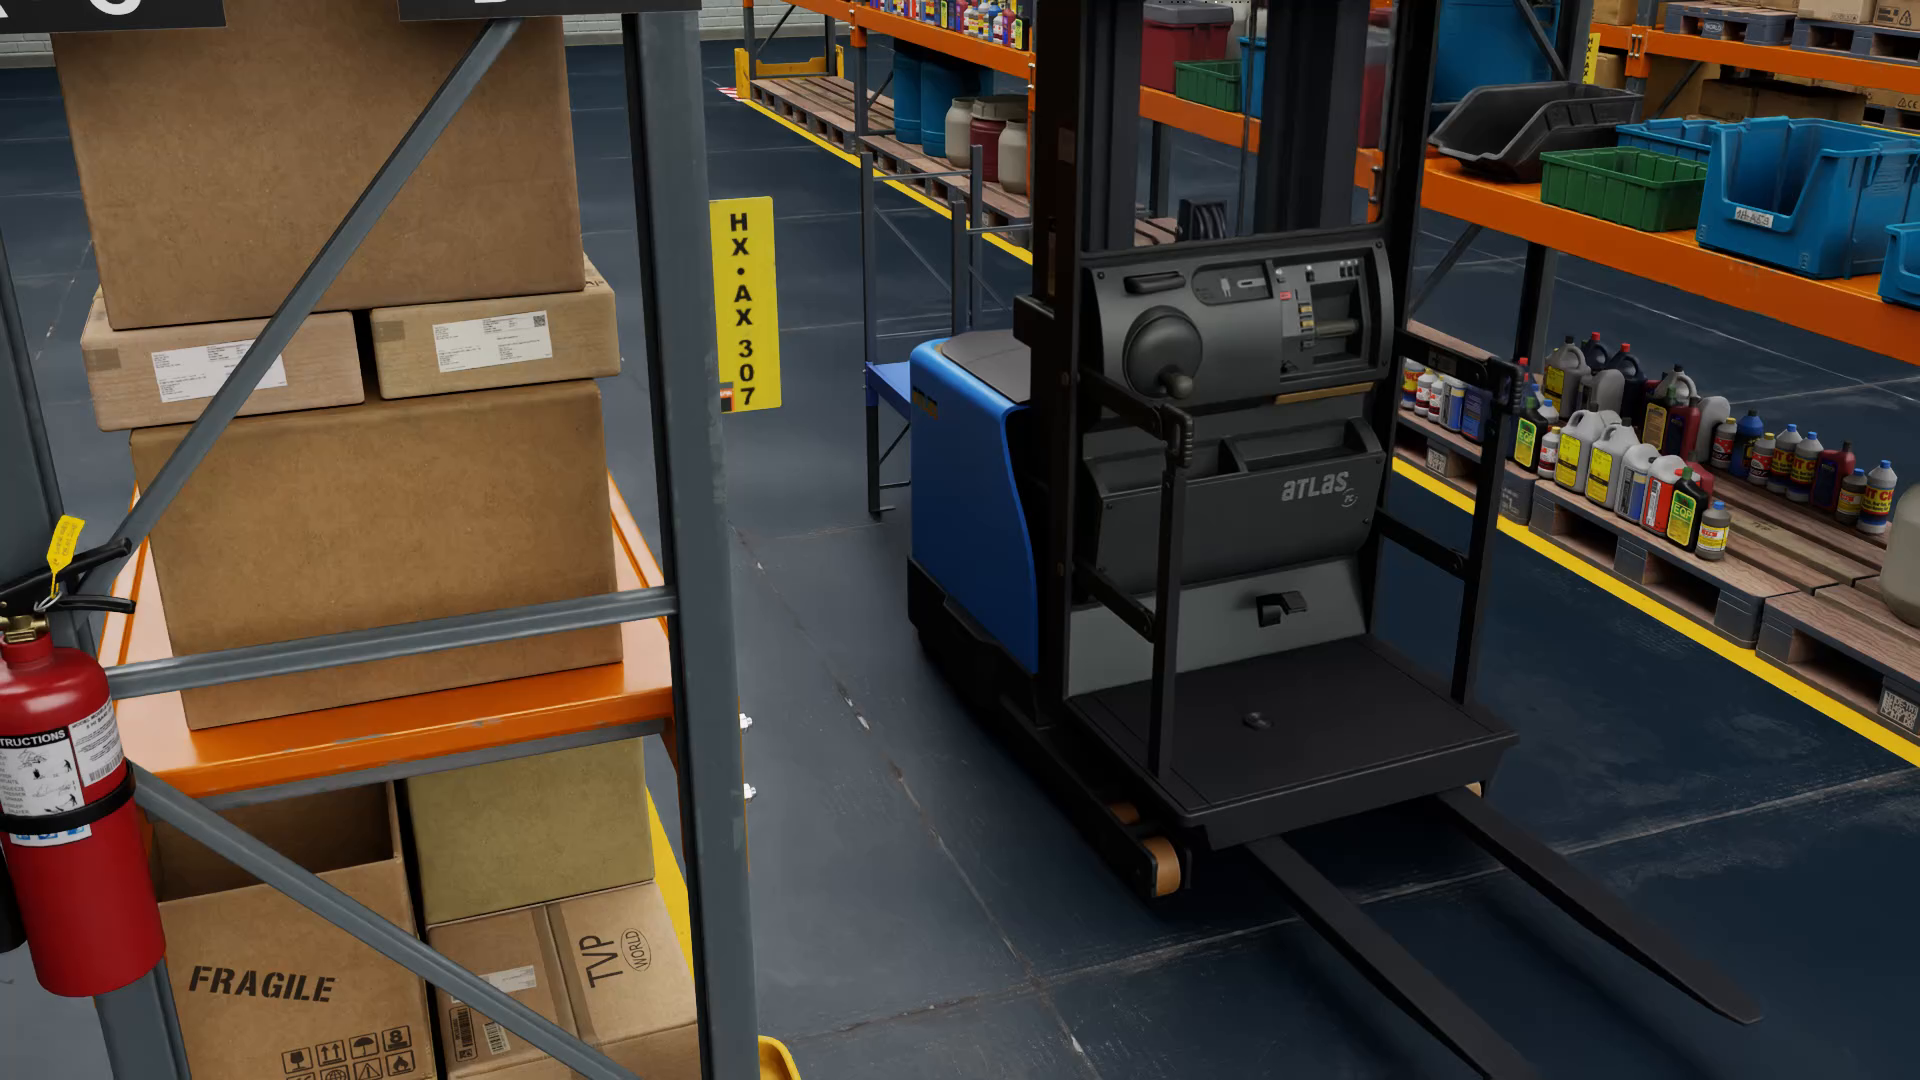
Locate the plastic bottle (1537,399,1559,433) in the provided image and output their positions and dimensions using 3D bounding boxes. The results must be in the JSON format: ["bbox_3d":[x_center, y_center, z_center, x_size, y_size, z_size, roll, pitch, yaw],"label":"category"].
[{"bbox_3d":[2.427,-0.451,6.905,0.097,0.271,0.097,0,23,0],"label":"plastic bottle"}]

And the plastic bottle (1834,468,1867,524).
[{"bbox_3d":[3.404,-0.172,6.333,0.097,0.201,0.097,0,23,0],"label":"plastic bottle"}]

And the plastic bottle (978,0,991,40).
[{"bbox_3d":[0.178,-3.725,11.892,0.097,0.271,0.097,0,23,0],"label":"plastic bottle"}]

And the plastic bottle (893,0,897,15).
[{"bbox_3d":[-0.498,-4.421,13.543,0.097,0.271,0.097,0,23,0],"label":"plastic bottle"}]

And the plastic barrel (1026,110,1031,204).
[{"bbox_3d":[0.774,-2.795,11.774,0.600,0.830,0.708,-8,24,-19],"label":"plastic barrel"}]

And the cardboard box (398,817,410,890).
[{"bbox_3d":[-1.500,0.898,3.757,0.500,0.250,0.500,-8,24,-19],"label":"cardboard box"}]

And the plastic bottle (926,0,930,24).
[{"bbox_3d":[-0.218,-4.134,12.861,0.097,0.271,0.097,0,23,0],"label":"plastic bottle"}]

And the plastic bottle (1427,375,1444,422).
[{"bbox_3d":[2.151,-0.637,7.435,0.097,0.201,0.097,0,23,0],"label":"plastic bottle"}]

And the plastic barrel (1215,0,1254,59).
[{"bbox_3d":[1.675,-2.980,9.815,0.421,0.512,0.421,0,23,0],"label":"plastic barrel"}]

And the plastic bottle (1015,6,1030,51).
[{"bbox_3d":[0.421,-3.461,11.250,0.061,0.283,0.133,-8,24,-19],"label":"plastic bottle"}]

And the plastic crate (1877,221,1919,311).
[{"bbox_3d":[3.108,-0.829,5.046,0.499,0.251,0.408,-8,24,-19],"label":"plastic crate"}]

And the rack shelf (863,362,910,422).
[{"bbox_3d":[0.030,-0.494,6.455,0.538,0.185,1.000,-8,24,-19],"label":"rack shelf"}]

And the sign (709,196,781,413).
[{"bbox_3d":[-0.325,-0.351,2.504,0.100,0.325,0.005,-8,24,-19],"label":"sign"}]

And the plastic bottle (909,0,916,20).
[{"bbox_3d":[-0.316,-4.266,13.169,0.152,0.276,0.135,-8,24,-19],"label":"plastic bottle"}]

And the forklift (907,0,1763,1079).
[{"bbox_3d":[0.868,-0.578,4.347,1.130,2.935,3.031,-10,25,-22],"label":"forklift"}]

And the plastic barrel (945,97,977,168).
[{"bbox_3d":[0.092,-3.252,13.267,0.421,0.512,0.421,0,23,0],"label":"plastic barrel"}]

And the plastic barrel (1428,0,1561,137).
[{"bbox_3d":[2.523,-2.386,7.904,0.600,0.901,0.708,-8,24,-19],"label":"plastic barrel"}]

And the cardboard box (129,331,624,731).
[{"bbox_3d":[-0.999,-0.059,2.899,0.700,0.500,0.500,-8,24,-19],"label":"cardboard box"}]

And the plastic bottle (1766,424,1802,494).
[{"bbox_3d":[3.284,-0.328,6.612,0.097,0.271,0.097,0,23,0],"label":"plastic bottle"}]

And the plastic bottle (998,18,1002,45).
[{"bbox_3d":[0.316,-3.552,11.570,0.097,0.201,0.097,0,23,0],"label":"plastic bottle"}]

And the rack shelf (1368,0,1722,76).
[{"bbox_3d":[4.890,-4.501,14.494,1.077,0.370,4.000,-8,24,-19],"label":"rack shelf"}]

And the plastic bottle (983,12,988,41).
[{"bbox_3d":[0.213,-3.658,11.822,0.097,0.201,0.097,0,23,0],"label":"plastic bottle"}]

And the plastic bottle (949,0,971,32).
[{"bbox_3d":[0.000,-3.971,12.373,0.144,0.351,0.185,-8,24,-19],"label":"plastic bottle"}]

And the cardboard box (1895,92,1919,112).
[{"bbox_3d":[9.414,-4.374,15.943,0.500,0.500,0.500,-9,25,-21],"label":"cardboard box"}]

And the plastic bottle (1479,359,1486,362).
[{"bbox_3d":[2.318,-0.649,7.359,0.061,0.283,0.133,-8,24,-19],"label":"plastic bottle"}]

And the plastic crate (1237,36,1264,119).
[{"bbox_3d":[1.695,-2.324,8.422,0.392,0.384,0.575,-8,24,-19],"label":"plastic crate"}]

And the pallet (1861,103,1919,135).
[{"bbox_3d":[9.571,-4.192,16.423,1.003,0.211,1.213,-8,24,-19],"label":"pallet"}]

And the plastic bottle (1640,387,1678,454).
[{"bbox_3d":[2.968,-0.519,7.051,0.061,0.283,0.133,-8,24,-19],"label":"plastic bottle"}]

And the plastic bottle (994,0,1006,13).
[{"bbox_3d":[0.318,-4.249,13.134,0.097,0.271,0.097,0,23,0],"label":"plastic bottle"}]

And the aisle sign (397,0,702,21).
[{"bbox_3d":[-0.536,-1.058,2.050,0.394,0.787,0.004,-8,24,-19],"label":"aisle sign"}]

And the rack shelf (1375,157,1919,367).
[{"bbox_3d":[3.083,-0.915,5.985,1.077,0.370,4.000,-8,24,-19],"label":"rack shelf"}]

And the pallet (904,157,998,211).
[{"bbox_3d":[0.218,-2.865,13.275,1.003,0.211,1.213,-8,24,-19],"label":"pallet"}]

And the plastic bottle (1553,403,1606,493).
[{"bbox_3d":[2.490,-0.382,6.638,0.144,0.351,0.185,-9,24,-19],"label":"plastic bottle"}]

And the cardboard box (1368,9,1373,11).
[{"bbox_3d":[4.025,-5.025,17.004,0.875,0.875,0.875,-8,24,-19],"label":"cardboard box"}]

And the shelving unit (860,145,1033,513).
[{"bbox_3d":[0.030,-0.660,6.385,0.538,1.500,1.048,-8,24,-19],"label":"shelving unit"}]

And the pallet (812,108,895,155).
[{"bbox_3d":[-0.746,-3.857,15.629,1.003,0.211,1.213,-8,24,-19],"label":"pallet"}]

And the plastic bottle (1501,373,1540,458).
[{"bbox_3d":[2.340,-0.536,7.005,0.144,0.351,0.185,-9,25,-21],"label":"plastic bottle"}]

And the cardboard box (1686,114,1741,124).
[{"bbox_3d":[5.852,-2.916,12.459,0.700,0.500,0.500,-10,25,-22],"label":"cardboard box"}]

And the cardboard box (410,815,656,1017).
[{"bbox_3d":[-1.007,0.826,3.929,0.500,0.250,0.500,-8,24,-19],"label":"cardboard box"}]

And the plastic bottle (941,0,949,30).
[{"bbox_3d":[-0.095,-3.992,12.510,0.061,0.283,0.133,-8,24,-19],"label":"plastic bottle"}]

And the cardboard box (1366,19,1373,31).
[{"bbox_3d":[4.428,-4.544,15.864,1.225,0.875,0.875,-8,24,-19],"label":"cardboard box"}]

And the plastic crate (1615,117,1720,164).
[{"bbox_3d":[3.021,-1.540,6.732,0.499,0.251,0.616,-8,24,-19],"label":"plastic crate"}]

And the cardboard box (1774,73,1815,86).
[{"bbox_3d":[8.872,-4.940,17.286,0.500,0.500,0.500,-7,24,-17],"label":"cardboard box"}]

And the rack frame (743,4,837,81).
[{"bbox_3d":[-1.863,-6.333,17.914,1.000,3.000,0.127,-8,24,-19],"label":"rack frame"}]

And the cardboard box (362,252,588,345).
[{"bbox_3d":[-0.879,-0.454,3.001,0.380,0.149,0.250,-9,24,-20],"label":"cardboard box"}]

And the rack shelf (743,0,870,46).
[{"bbox_3d":[-1.156,-5.275,16.330,1.077,0.370,4.000,-8,24,-19],"label":"rack shelf"}]

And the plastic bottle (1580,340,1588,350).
[{"bbox_3d":[2.855,-0.795,7.704,0.061,0.283,0.133,-7,24,-16],"label":"plastic bottle"}]

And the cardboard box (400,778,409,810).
[{"bbox_3d":[-1.194,0.300,4.210,0.500,0.500,0.500,-8,24,-19],"label":"cardboard box"}]

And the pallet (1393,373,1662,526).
[{"bbox_3d":[2.574,-0.438,7.518,1.003,0.211,1.213,-8,24,-19],"label":"pallet"}]

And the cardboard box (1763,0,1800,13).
[{"bbox_3d":[6.116,-3.966,11.628,0.700,0.500,0.500,-5,23,-11],"label":"cardboard box"}]

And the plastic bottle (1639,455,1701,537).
[{"bbox_3d":[2.667,-0.170,6.231,0.152,0.276,0.135,-8,24,-19],"label":"plastic bottle"}]

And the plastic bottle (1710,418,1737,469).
[{"bbox_3d":[3.176,-0.406,6.888,0.097,0.201,0.097,0,23,0],"label":"plastic bottle"}]

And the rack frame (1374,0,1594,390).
[{"bbox_3d":[2.376,-1.973,7.569,1.000,3.000,0.127,-8,24,-19],"label":"rack frame"}]

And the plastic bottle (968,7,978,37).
[{"bbox_3d":[0.110,-3.764,12.074,0.097,0.201,0.097,0,23,0],"label":"plastic bottle"}]

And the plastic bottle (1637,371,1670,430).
[{"bbox_3d":[3.038,-0.606,7.258,0.061,0.283,0.133,-7,24,-15],"label":"plastic bottle"}]

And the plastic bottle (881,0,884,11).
[{"bbox_3d":[-0.615,-4.509,13.841,0.097,0.201,0.097,0,23,0],"label":"plastic bottle"}]

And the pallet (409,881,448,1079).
[{"bbox_3d":[-1.155,1.171,3.699,1.003,0.211,1.213,-8,24,-19],"label":"pallet"}]

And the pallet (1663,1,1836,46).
[{"bbox_3d":[5.948,-3.773,12.087,1.213,0.211,1.003,-8,24,-19],"label":"pallet"}]
